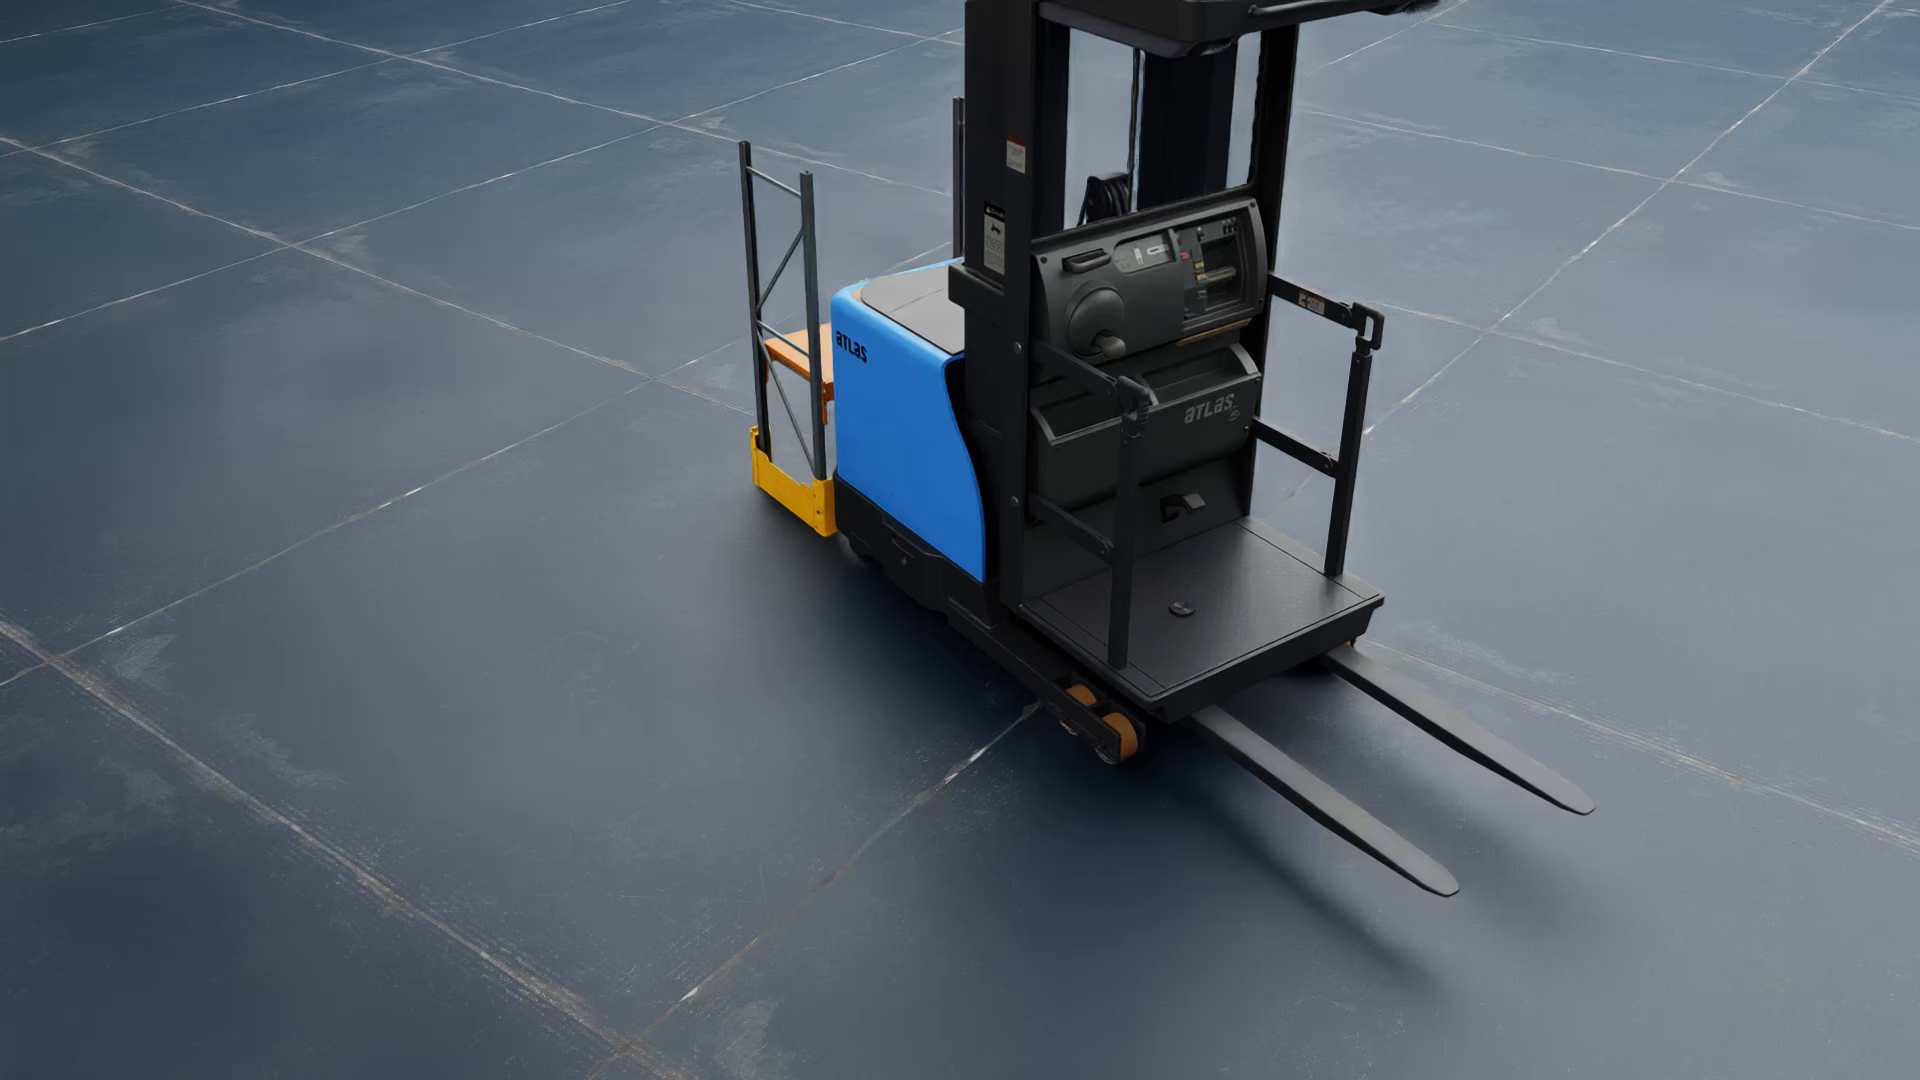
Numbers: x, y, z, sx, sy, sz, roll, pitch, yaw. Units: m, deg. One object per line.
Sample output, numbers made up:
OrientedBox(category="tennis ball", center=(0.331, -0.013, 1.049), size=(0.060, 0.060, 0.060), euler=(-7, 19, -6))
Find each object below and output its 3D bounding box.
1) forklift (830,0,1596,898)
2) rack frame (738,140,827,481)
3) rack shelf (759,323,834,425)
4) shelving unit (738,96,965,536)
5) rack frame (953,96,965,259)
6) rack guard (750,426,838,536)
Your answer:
OrientedBox(category="forklift", center=(0.756, -0.803, 5.229), size=(1.130, 2.935, 3.031), euler=(-20, 36, -30))
OrientedBox(category="rack frame", center=(-0.696, -0.792, 6.615), size=(0.032, 1.500, 0.500), euler=(-20, 36, -30))
OrientedBox(category="rack shelf", center=(-0.284, -0.789, 6.963), size=(1.000, 0.185, 0.538), euler=(-20, 36, -30))
OrientedBox(category="shelving unit", center=(-0.292, -0.941, 6.867), size=(1.083, 1.500, 0.587), euler=(-20, 36, -30))
OrientedBox(category="rack frame", center=(0.128, -1.096, 7.128), size=(0.032, 1.500, 0.500), euler=(-20, 36, -30))
OrientedBox(category="rack guard", center=(-0.695, -0.255, 6.935), size=(0.087, 0.250, 0.587), euler=(-20, 36, -30))
